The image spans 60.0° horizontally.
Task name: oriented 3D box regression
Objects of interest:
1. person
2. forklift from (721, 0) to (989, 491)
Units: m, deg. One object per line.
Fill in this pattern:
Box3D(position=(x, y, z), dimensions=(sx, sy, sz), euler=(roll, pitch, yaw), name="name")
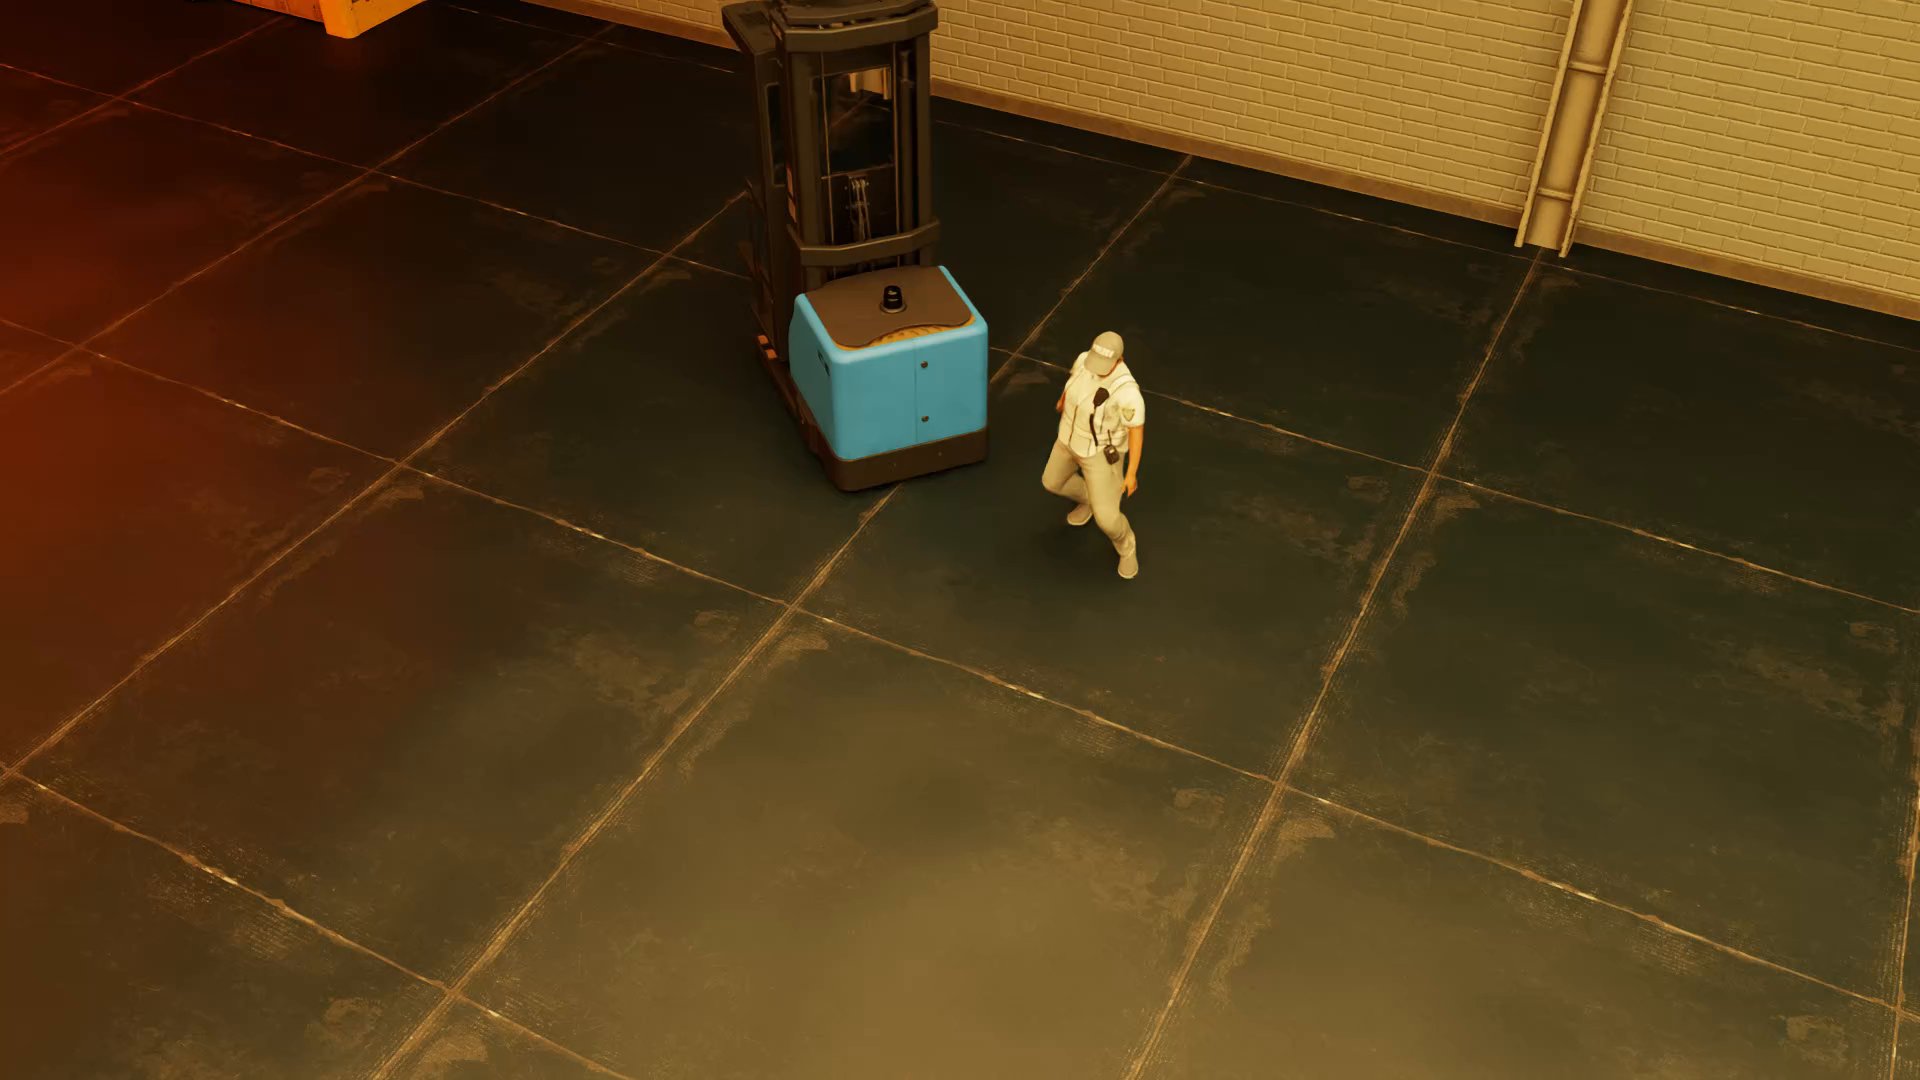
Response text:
Box3D(position=(0.811, -0.602, 9.757), dimensions=(0.483, 1.591, 0.838), euler=(-24, 46, -26), name="person")
Box3D(position=(-0.821, -2.385, 10.818), dimensions=(1.130, 2.935, 3.031), euler=(-14, 42, -16), name="forklift")
